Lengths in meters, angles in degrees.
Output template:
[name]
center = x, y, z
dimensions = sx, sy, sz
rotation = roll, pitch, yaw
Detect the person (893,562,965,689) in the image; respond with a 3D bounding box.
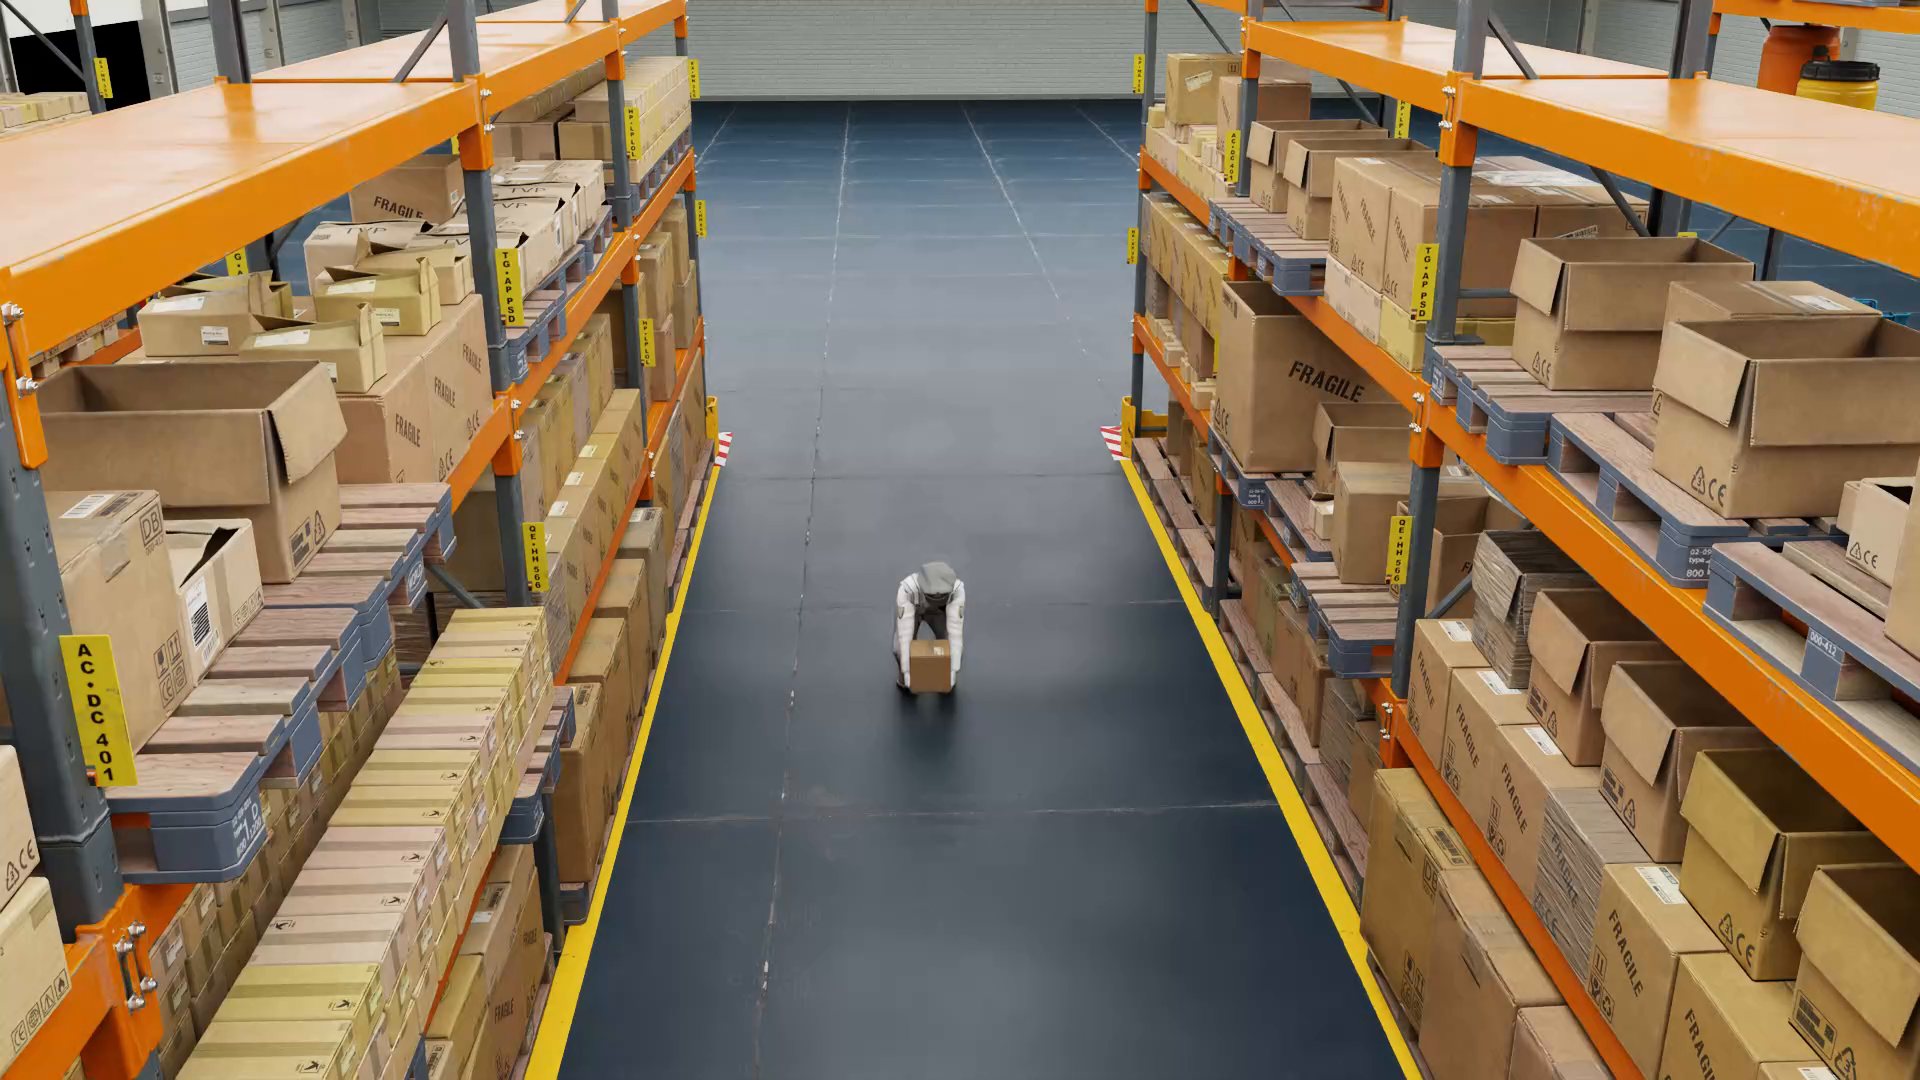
[person]
center = -0.206, 0.525, 10.670
dimensions = 0.464, 0.980, 0.851
rotation = -2, 21, -4
